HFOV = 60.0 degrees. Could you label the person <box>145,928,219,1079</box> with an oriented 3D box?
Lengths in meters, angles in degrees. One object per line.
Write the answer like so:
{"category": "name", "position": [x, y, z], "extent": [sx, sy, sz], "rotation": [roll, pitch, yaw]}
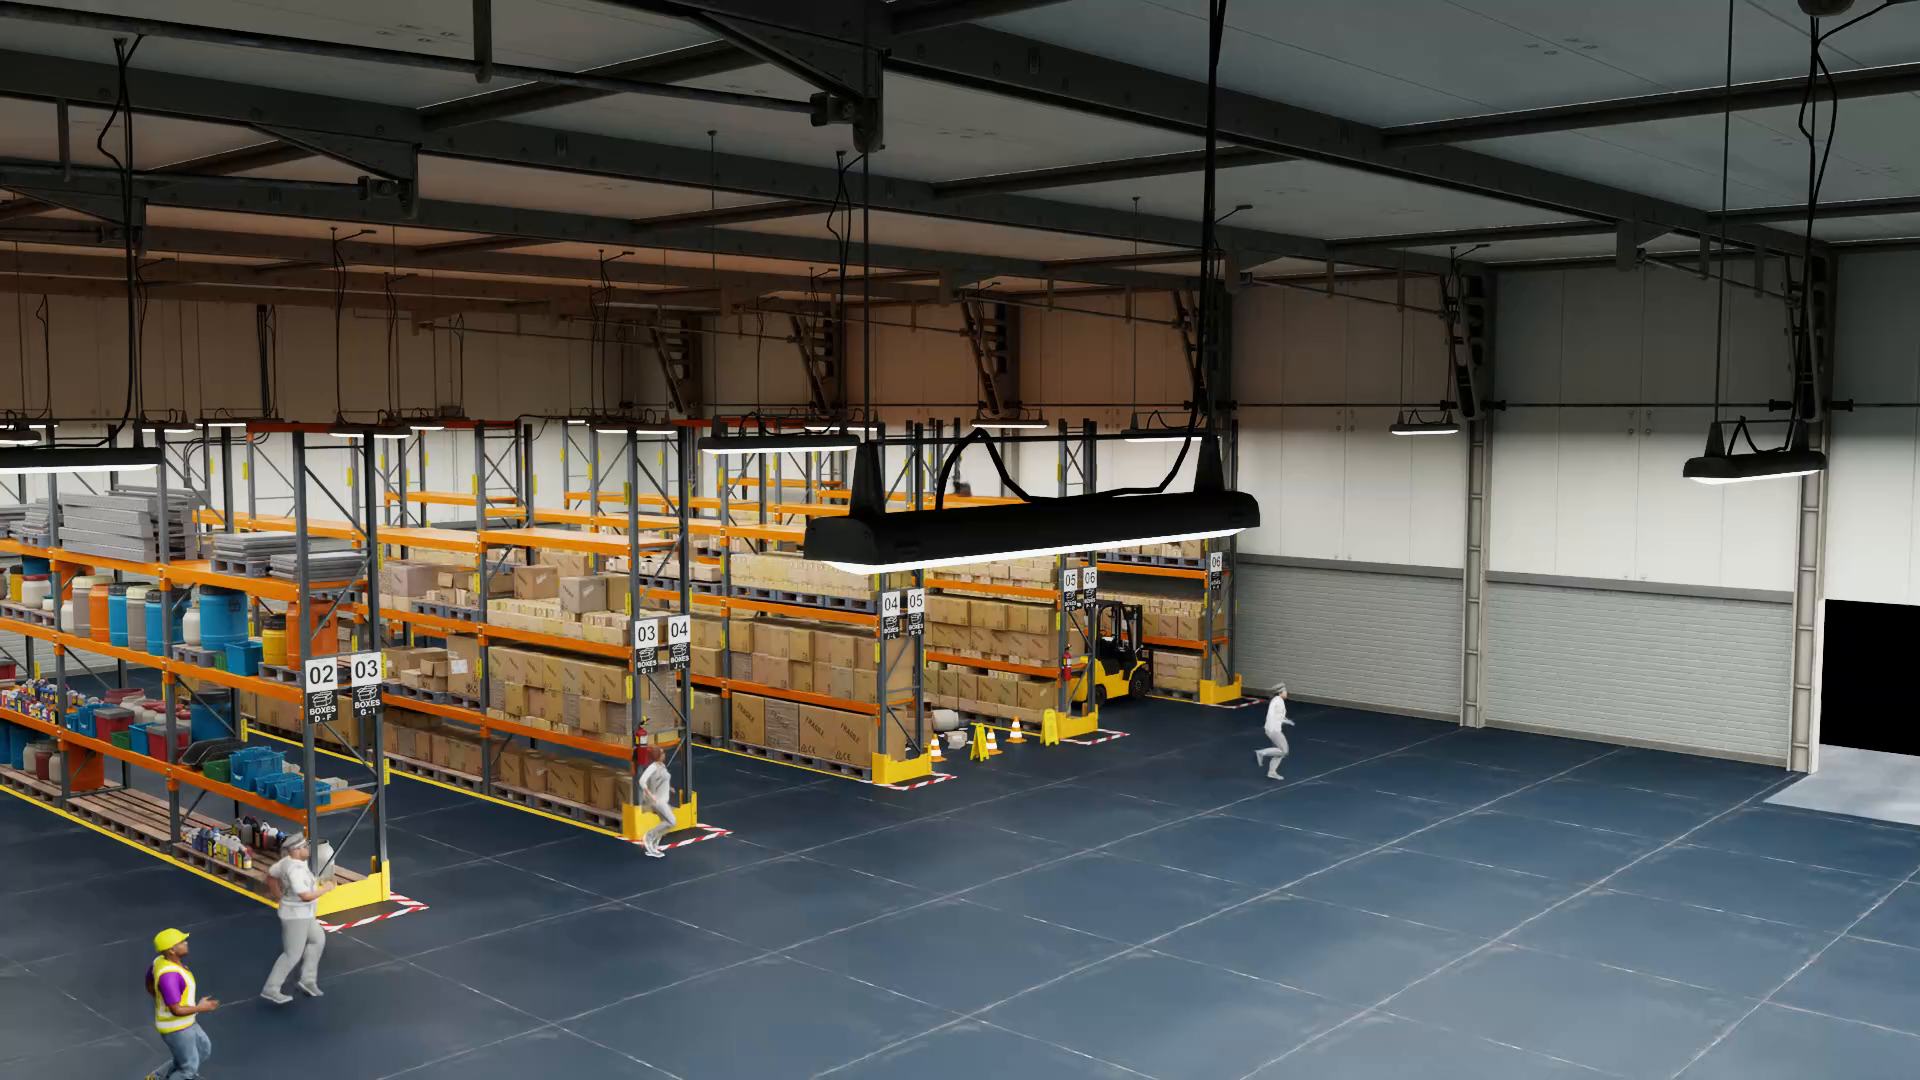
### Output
{"category": "person", "position": [-6.900, 4.272, 14.742], "extent": [0.600, 1.727, 0.710], "rotation": [-3, 5, -28]}

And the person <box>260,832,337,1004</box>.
{"category": "person", "position": [-6.996, 4.017, 17.592], "extent": [0.777, 1.865, 0.663], "rotation": [-2, 5, -26]}

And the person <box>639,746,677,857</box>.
{"category": "person", "position": [-4.181, 3.666, 23.258], "extent": [0.475, 1.534, 0.540], "rotation": [0, 5, 3]}

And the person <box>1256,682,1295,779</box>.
{"category": "person", "position": [5.343, 3.230, 28.154], "extent": [0.640, 1.649, 0.653], "rotation": [1, 5, 7]}
